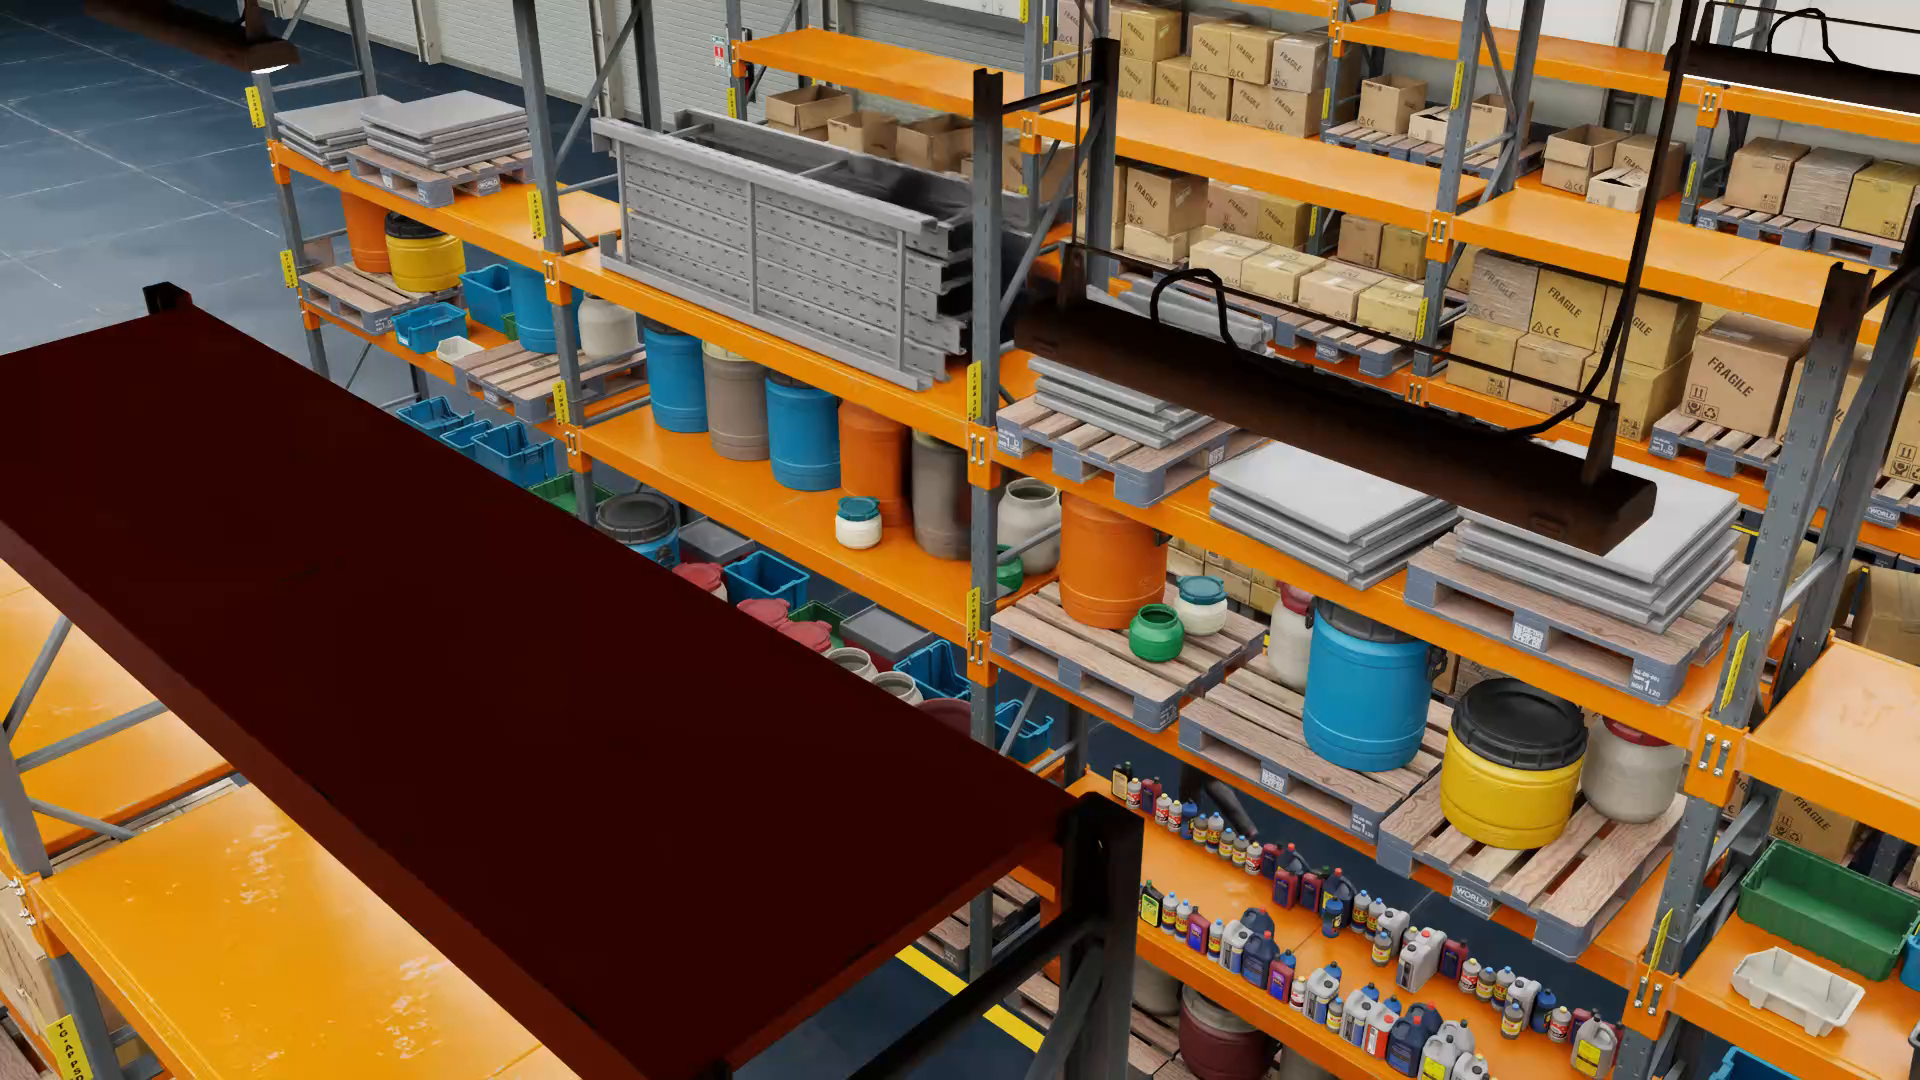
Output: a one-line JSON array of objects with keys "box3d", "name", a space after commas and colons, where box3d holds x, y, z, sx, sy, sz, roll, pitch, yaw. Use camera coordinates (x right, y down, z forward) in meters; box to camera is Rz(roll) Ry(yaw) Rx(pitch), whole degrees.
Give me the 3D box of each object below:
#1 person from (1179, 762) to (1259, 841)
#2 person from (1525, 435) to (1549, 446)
[{"box3d": [1.734, 1.442, 11.438, 0.759, 1.662, 0.585, 22, 36, 34], "name": "person"}, {"box3d": [5.168, -0.388, 15.243, 0.727, 1.746, 0.566, 23, 37, 35], "name": "person"}]
